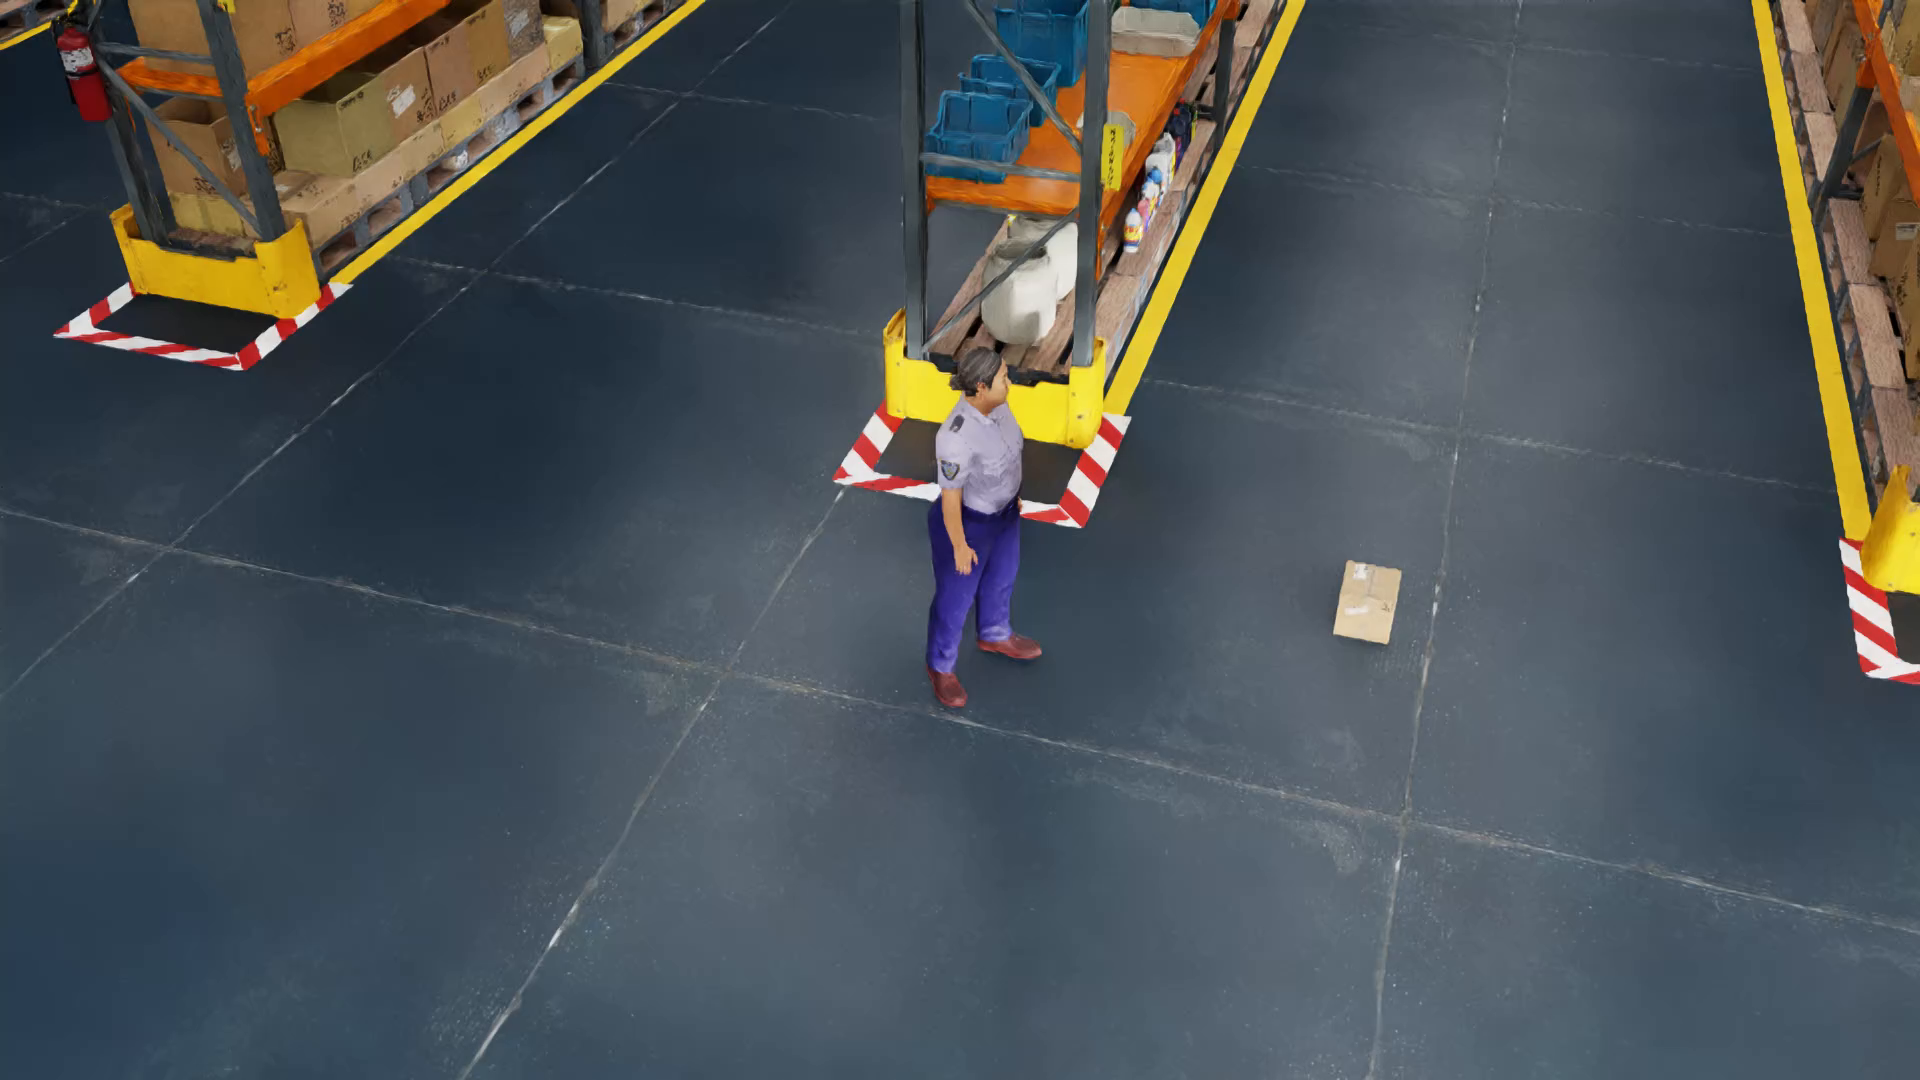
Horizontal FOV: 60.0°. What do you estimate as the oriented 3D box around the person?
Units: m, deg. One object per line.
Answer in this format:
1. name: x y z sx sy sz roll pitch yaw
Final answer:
1. person: 0.086 -0.076 6.965 0.404 1.653 0.566 19 41 23
